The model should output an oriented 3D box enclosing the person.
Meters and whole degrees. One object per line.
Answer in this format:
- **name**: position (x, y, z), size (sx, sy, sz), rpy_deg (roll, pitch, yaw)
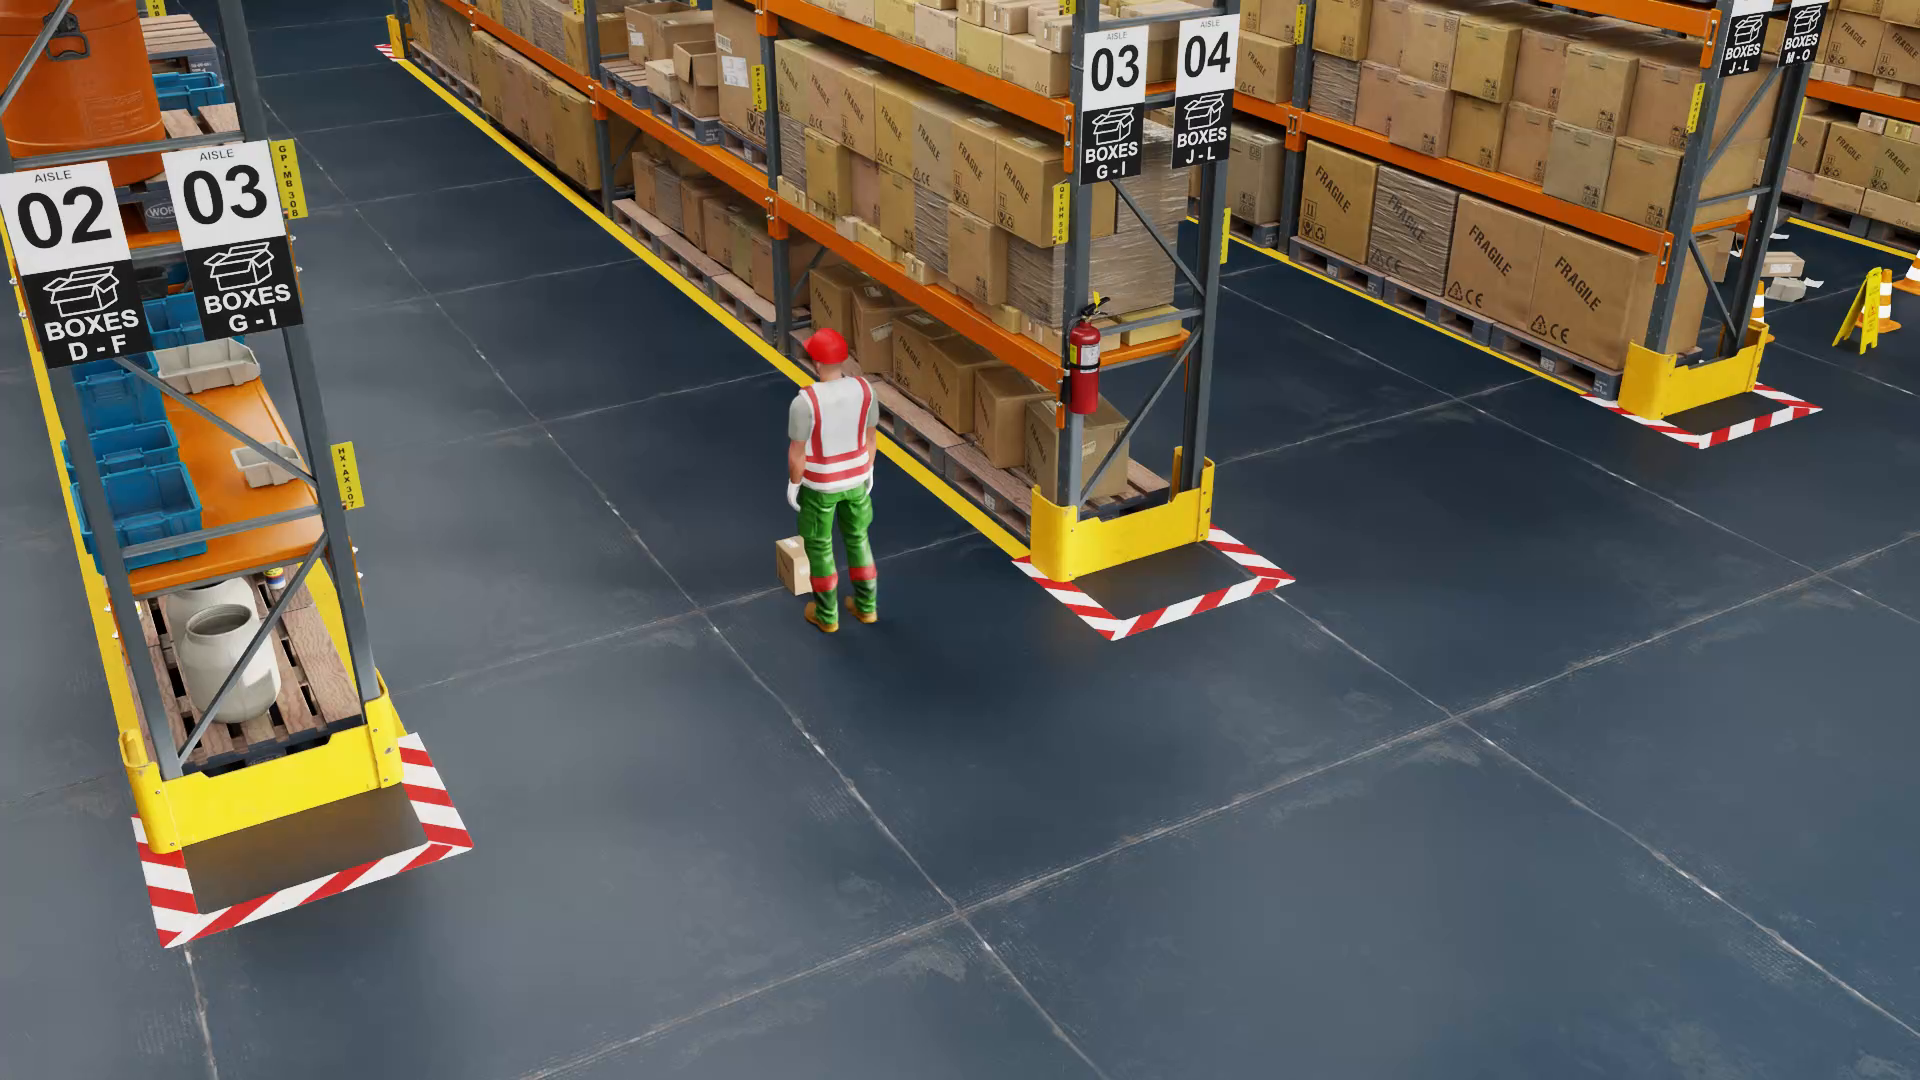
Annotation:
- **person**: position (-0.700, -0.323, 9.146), size (0.524, 1.797, 0.341), rpy_deg (-15, 32, -25)
